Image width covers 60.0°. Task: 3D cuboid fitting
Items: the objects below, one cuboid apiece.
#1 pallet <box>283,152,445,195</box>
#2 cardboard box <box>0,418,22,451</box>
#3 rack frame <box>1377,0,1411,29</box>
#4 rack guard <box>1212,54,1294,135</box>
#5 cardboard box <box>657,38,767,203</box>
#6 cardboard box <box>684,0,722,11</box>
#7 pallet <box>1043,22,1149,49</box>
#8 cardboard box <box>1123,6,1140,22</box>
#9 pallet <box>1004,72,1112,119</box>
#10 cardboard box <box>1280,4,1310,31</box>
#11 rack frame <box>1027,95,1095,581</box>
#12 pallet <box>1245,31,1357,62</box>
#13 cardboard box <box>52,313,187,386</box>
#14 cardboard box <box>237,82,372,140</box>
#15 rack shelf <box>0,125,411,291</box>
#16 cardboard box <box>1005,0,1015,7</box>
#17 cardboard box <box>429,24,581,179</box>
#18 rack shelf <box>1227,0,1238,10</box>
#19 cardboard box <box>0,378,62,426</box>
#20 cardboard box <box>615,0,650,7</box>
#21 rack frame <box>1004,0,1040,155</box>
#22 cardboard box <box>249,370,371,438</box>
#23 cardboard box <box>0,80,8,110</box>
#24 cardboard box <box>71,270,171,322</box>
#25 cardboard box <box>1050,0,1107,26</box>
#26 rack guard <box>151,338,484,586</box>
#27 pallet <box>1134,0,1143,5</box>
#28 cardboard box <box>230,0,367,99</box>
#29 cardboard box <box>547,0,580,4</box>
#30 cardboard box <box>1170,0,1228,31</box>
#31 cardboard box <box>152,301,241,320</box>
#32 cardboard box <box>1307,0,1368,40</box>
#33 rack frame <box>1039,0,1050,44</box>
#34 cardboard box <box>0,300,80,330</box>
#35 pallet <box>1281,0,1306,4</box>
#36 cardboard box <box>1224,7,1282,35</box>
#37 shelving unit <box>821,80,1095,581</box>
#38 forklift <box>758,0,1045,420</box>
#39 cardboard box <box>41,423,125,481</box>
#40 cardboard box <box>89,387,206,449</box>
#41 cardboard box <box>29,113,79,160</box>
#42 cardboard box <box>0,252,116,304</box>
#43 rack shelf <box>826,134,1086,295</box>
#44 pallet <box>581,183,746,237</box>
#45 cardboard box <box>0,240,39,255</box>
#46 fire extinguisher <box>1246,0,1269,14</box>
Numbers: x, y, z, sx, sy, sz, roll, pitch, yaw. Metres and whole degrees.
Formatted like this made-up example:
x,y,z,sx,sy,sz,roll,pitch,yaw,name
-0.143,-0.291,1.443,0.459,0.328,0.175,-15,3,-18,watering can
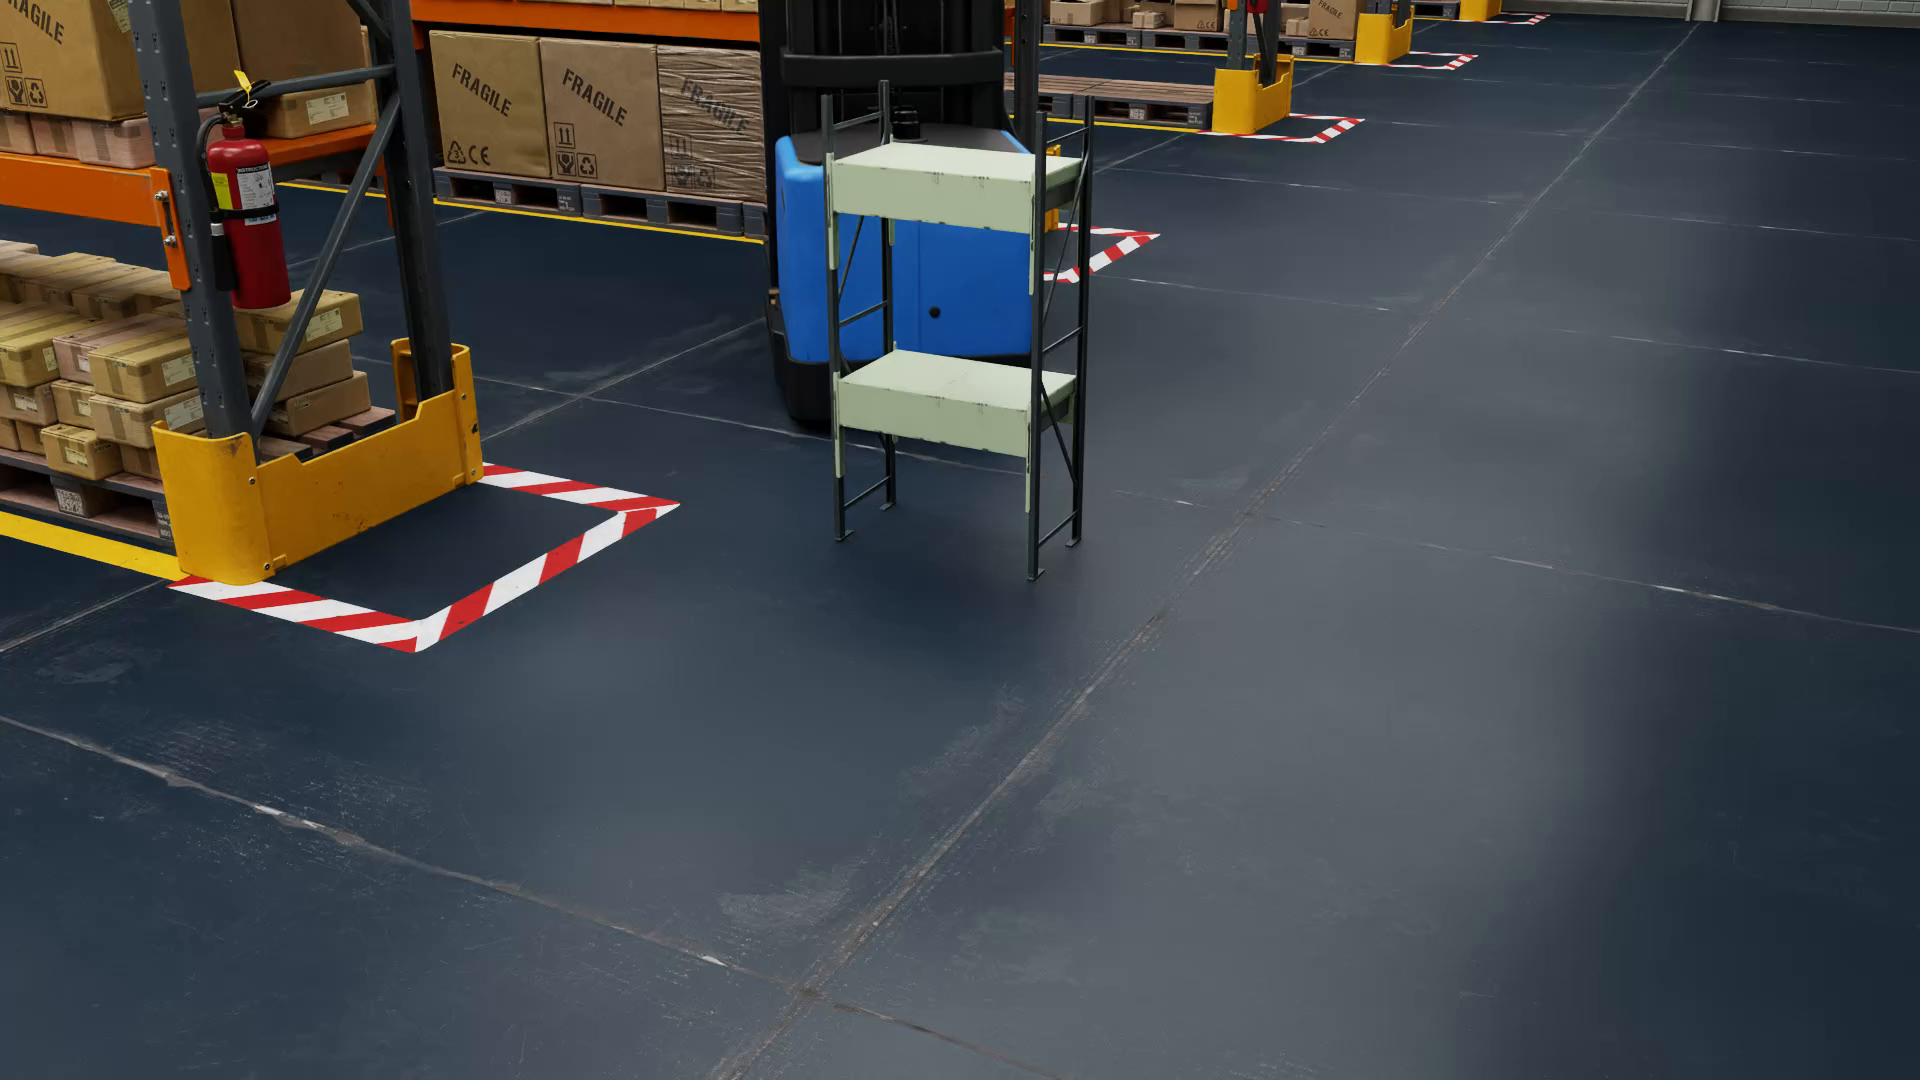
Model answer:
x,y,z,sx,sy,sz,roll,pitch,yaw,name
-4.099,-2.691,11.807,1.213,0.211,1.003,11,25,25,pallet
-3.397,-0.471,6.130,0.250,0.149,0.380,11,26,25,cardboard box
4.666,-6.617,17.476,0.127,3.000,1.000,11,25,25,rack frame
2.455,-3.738,13.900,0.348,0.500,1.175,11,25,25,rack guard
-1.226,-2.619,10.254,0.875,0.875,0.875,11,25,25,cardboard box
-1.417,-3.215,9.799,0.250,0.149,0.380,11,26,25,cardboard box
1.709,-5.918,19.397,1.213,0.211,1.003,11,25,25,pallet
2.095,-6.167,19.499,0.250,0.149,0.380,11,25,25,cardboard box
0.625,-3.979,14.838,1.213,0.211,1.003,11,25,25,pallet
3.863,-5.837,18.595,0.500,0.250,0.500,11,25,25,cardboard box
0.321,-0.627,5.307,0.023,1.500,0.400,11,25,25,rack frame
3.887,-5.487,18.384,1.213,0.211,1.003,11,25,25,pallet
-2.920,-0.668,5.833,0.250,0.149,0.380,12,26,26,cardboard box
-2.276,-1.499,5.764,0.250,0.149,0.380,11,25,24,cardboard box
-3.920,-1.465,6.282,4.000,0.370,1.077,11,25,25,rack shelf
0.527,-6.362,19.510,0.500,0.500,0.500,11,25,24,cardboard box
-2.824,-2.935,10.997,0.875,0.875,0.875,11,25,25,cardboard box
0.643,-4.910,14.381,4.000,0.370,1.077,11,25,25,rack shelf
-3.199,-0.546,5.928,0.250,0.149,0.380,10,25,22,cardboard box
-1.871,-3.305,10.010,0.250,0.149,0.380,10,25,23,cardboard box
0.193,-3.158,9.342,0.127,3.000,1.000,11,25,25,rack frame
-2.458,-0.529,6.267,0.250,0.149,0.380,12,26,26,cardboard box
-3.109,-1.708,5.426,0.500,0.500,0.500,11,25,24,cardboard box
-3.175,-0.920,6.427,0.250,0.149,0.380,10,25,22,cardboard box
1.374,-6.139,19.225,0.500,0.311,0.500,11,25,25,cardboard box
-2.203,-0.306,5.832,0.348,0.500,1.175,11,25,25,rack guard
2.606,-7.881,24.011,1.213,0.211,1.003,11,25,25,pallet
-2.411,-1.802,5.646,0.500,0.500,0.500,13,26,27,cardboard box
-2.329,-3.396,10.225,0.250,0.149,0.380,11,25,24,cardboard box
2.776,-6.047,18.764,0.637,0.503,0.797,11,25,25,cardboard box
-2.749,-0.816,6.182,0.250,0.149,0.380,12,26,25,cardboard box
4.070,-5.679,17.903,0.500,0.500,0.500,11,25,25,cardboard box
1.097,-7.323,19.137,0.127,3.000,1.000,11,25,25,rack frame
-3.411,-0.737,5.996,0.250,0.149,0.380,10,25,22,cardboard box
5.065,-7.394,22.867,1.213,0.211,1.003,11,25,25,pallet
3.236,-5.742,18.371,0.500,0.250,0.500,11,25,25,cardboard box
-0.006,-0.691,5.459,0.755,1.500,0.431,11,25,25,shelving unit
-0.382,-2.374,7.587,1.130,2.935,3.031,-3,23,-8,forklift
-2.974,-0.355,5.858,0.250,0.149,0.380,12,26,26,cardboard box
-2.735,-0.455,5.713,0.250,0.149,0.380,10,25,23,cardboard box
-2.758,-1.344,5.397,0.250,0.149,0.380,11,25,24,cardboard box
-3.633,-1.035,6.697,0.250,0.149,0.380,12,26,25,cardboard box
-0.006,-1.050,5.307,0.720,0.370,0.431,11,25,25,rack shelf
-1.640,-2.204,10.663,1.213,0.211,1.003,11,25,25,pallet
-4.072,-1.128,6.916,0.250,0.149,0.380,10,25,23,cardboard box
2.358,-4.495,13.062,0.183,0.674,0.296,11,25,25,fire extinguisher
